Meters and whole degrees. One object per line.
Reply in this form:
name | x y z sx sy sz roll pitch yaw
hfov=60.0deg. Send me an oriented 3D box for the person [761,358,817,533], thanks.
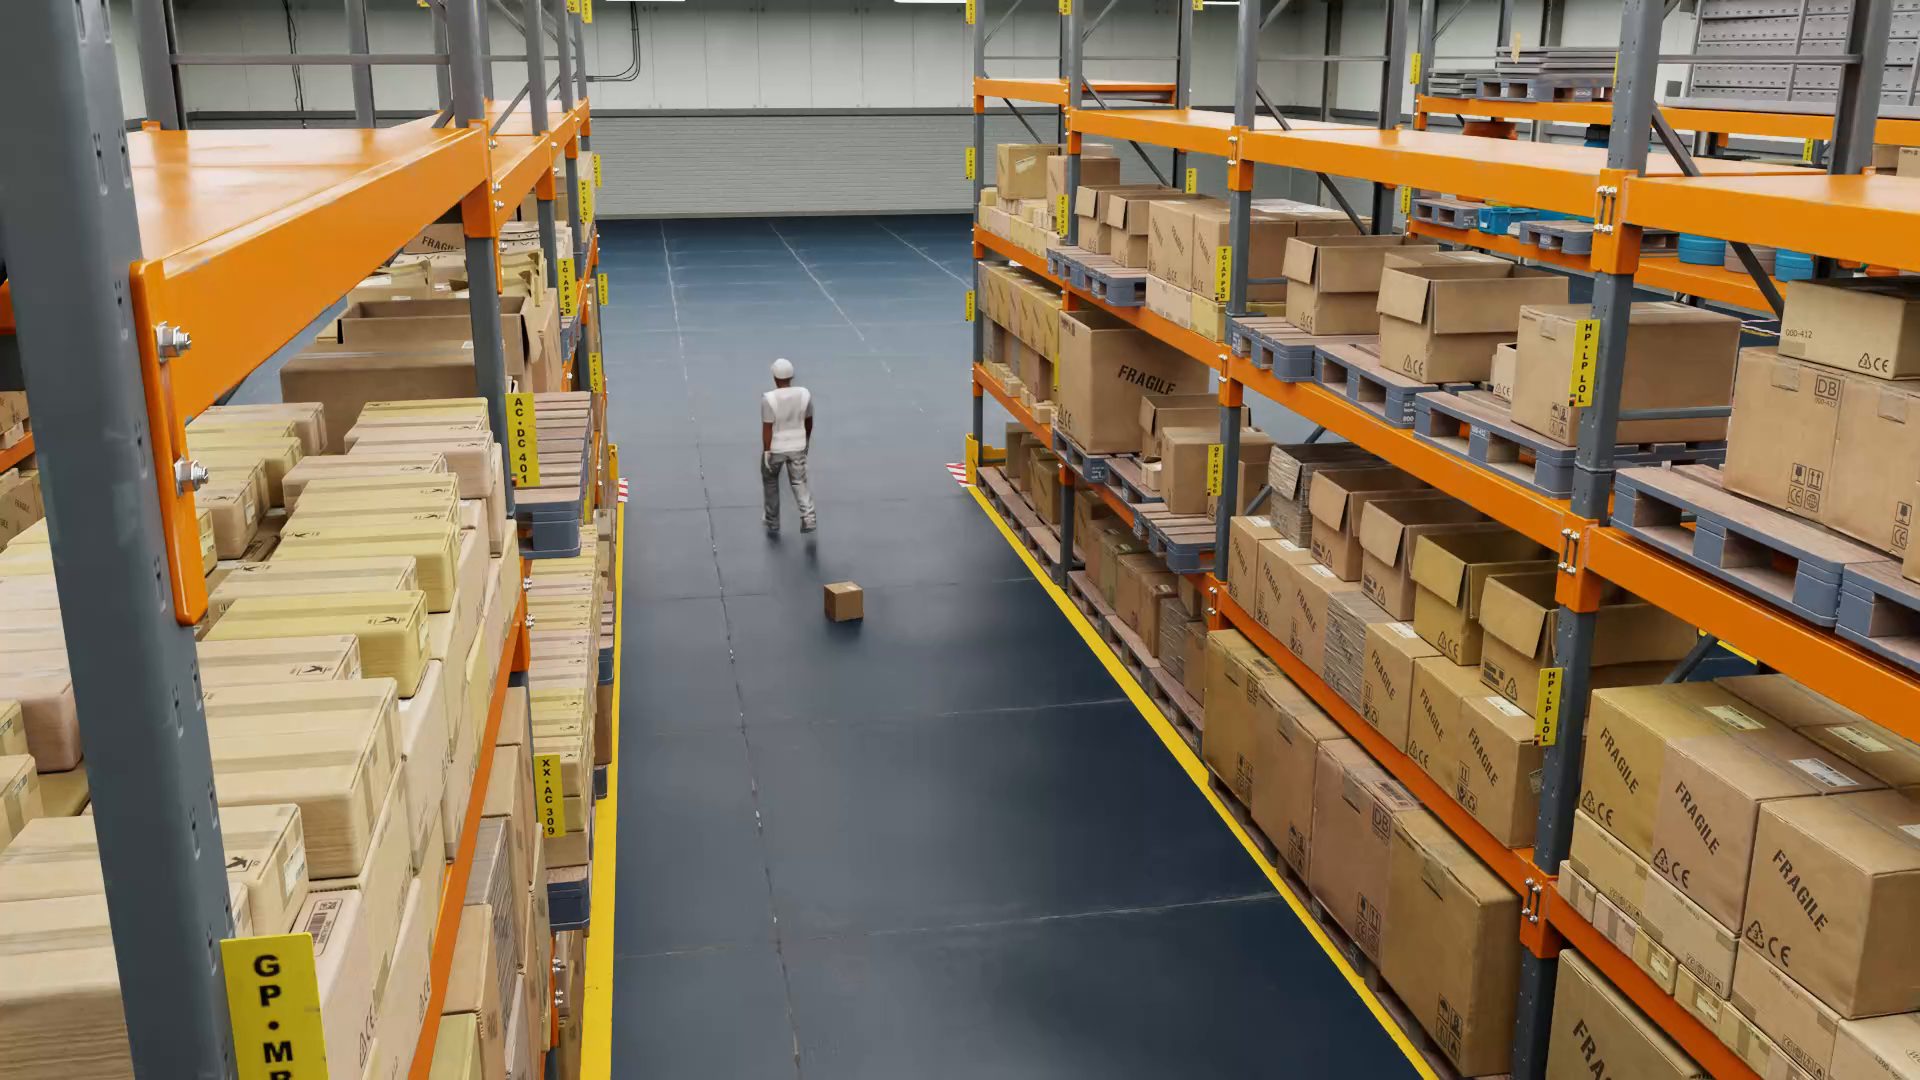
person | -1.675 -0.898 16.090 0.548 1.749 0.971 -7 18 -22
